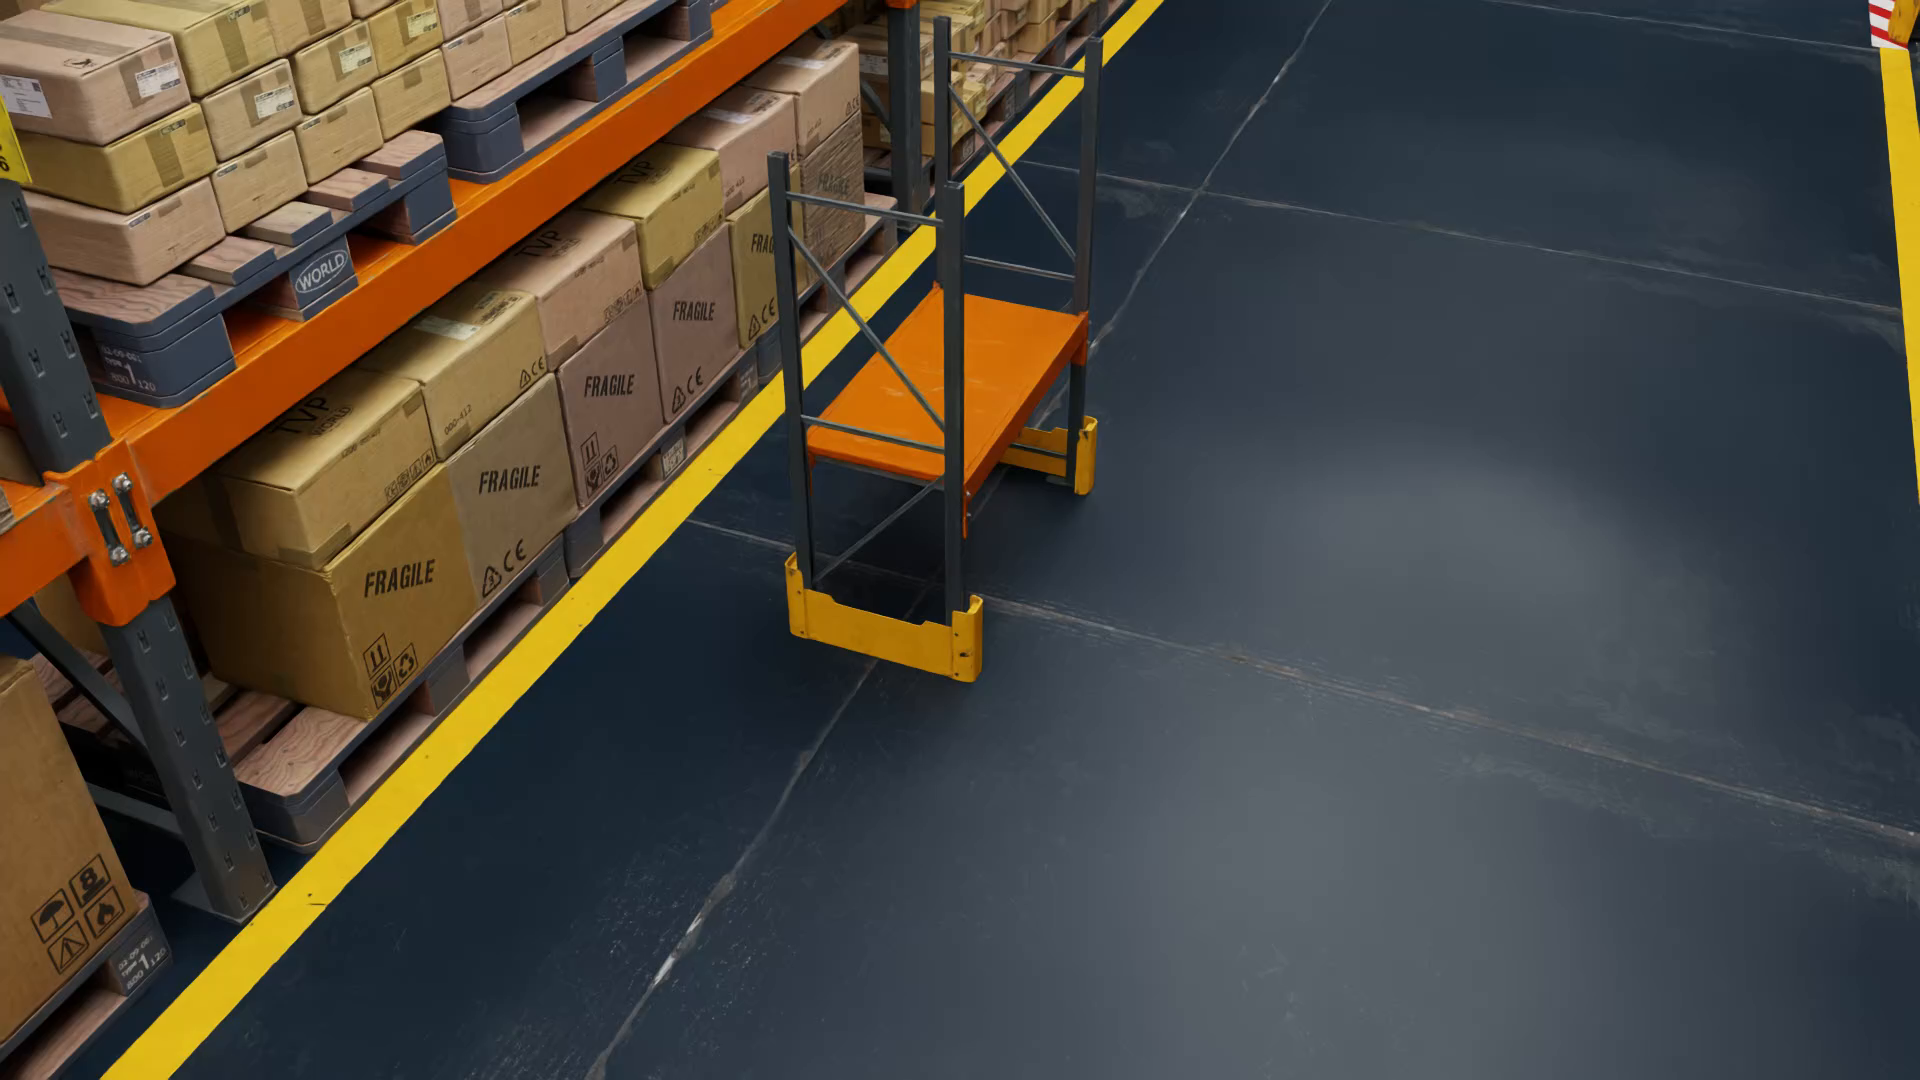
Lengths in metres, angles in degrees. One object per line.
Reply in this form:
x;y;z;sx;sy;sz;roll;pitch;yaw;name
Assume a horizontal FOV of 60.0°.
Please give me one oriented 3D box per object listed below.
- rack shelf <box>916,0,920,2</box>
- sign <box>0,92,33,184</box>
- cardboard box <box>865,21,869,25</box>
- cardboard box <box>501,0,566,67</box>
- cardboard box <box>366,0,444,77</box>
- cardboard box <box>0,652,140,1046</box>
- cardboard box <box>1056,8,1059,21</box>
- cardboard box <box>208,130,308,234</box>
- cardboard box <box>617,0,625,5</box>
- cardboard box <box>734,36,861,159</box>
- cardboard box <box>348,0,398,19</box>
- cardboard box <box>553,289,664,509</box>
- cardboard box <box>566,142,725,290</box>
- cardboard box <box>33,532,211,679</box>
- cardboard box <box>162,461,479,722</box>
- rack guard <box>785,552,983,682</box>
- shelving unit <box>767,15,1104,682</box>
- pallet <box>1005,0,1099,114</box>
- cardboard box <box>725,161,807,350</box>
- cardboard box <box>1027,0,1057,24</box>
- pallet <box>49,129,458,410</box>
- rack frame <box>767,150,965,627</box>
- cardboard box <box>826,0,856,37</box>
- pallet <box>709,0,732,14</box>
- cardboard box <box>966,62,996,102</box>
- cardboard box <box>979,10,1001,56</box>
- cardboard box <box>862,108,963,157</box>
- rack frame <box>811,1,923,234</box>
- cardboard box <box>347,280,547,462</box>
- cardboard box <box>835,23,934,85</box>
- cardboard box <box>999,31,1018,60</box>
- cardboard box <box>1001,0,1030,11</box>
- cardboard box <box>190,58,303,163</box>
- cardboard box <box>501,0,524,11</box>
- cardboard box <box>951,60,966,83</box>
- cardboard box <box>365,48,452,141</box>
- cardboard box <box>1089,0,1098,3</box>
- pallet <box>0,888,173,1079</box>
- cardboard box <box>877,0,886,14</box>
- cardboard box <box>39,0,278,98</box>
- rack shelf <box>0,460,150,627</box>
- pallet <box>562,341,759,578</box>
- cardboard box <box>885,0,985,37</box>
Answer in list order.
0.119;-3.452;7.963;1.077;0.370;4.000;14;39;18;rack shelf
-1.649;-0.757;2.790;0.100;0.325;0.005;14;39;18;sign
-0.639;-2.330;7.643;0.380;0.149;0.250;13;39;16;cardboard box
-1.304;-1.422;4.506;0.380;0.149;0.250;14;39;18;cardboard box
-1.499;-1.265;4.048;0.380;0.149;0.250;14;39;18;cardboard box
-2.479;0.632;3.428;1.050;0.750;0.750;13;39;17;cardboard box
0.279;-2.678;8.357;0.380;0.149;0.250;15;39;19;cardboard box
-1.705;-0.836;3.722;0.380;0.149;0.250;16;40;20;cardboard box
-1.103;-1.713;4.895;0.380;0.149;0.250;16;39;20;cardboard box
-0.691;-1.630;6.036;0.500;0.250;0.500;13;39;17;cardboard box
-1.510;-1.366;3.934;0.380;0.149;0.250;12;38;16;cardboard box
-1.280;-0.483;5.127;0.500;0.500;0.500;13;39;17;cardboard box
-1.087;-1.052;5.263;0.500;0.250;0.500;12;38;16;cardboard box
-2.155;-0.009;4.493;0.500;0.500;0.500;14;39;18;cardboard box
-1.659;0.082;4.372;0.500;0.500;0.500;12;38;16;cardboard box
-0.218;0.218;4.750;0.587;0.250;0.087;14;39;18;rack guard
-0.029;-0.559;4.745;0.587;1.500;1.083;14;39;18;shelving unit
0.044;-2.573;8.516;1.003;0.211;1.213;14;39;18;pallet
-0.886;-1.048;5.884;0.500;0.500;0.500;13;39;17;cardboard box
0.251;-2.630;8.046;0.380;0.149;0.250;14;39;17;cardboard box
-1.991;-0.760;3.921;1.213;0.211;1.003;14;39;18;pallet
-0.226;-0.272;4.361;0.500;1.500;0.032;14;39;18;rack frame
-0.687;-2.304;7.360;0.380;0.149;0.250;14;39;18;cardboard box
-1.067;-2.166;5.802;1.003;0.211;1.213;14;39;18;pallet
-0.058;-2.084;7.563;0.380;0.149;0.250;14;39;18;cardboard box
-0.030;-2.358;7.681;0.380;0.149;0.250;12;38;15;cardboard box
-0.206;-1.787;7.166;0.380;0.149;0.250;12;38;16;cardboard box
-0.642;-2.632;6.266;1.000;3.000;0.127;14;39;18;rack frame
-1.485;-0.493;4.514;0.500;0.250;0.500;13;39;17;cardboard box
-0.319;-2.041;7.008;0.380;0.149;0.250;15;39;20;cardboard box
0.062;-2.393;7.976;0.380;0.149;0.250;12;38;16;cardboard box
0.142;-2.603;7.760;0.380;0.149;0.250;15;39;19;cardboard box
-1.693;-0.977;3.662;0.380;0.149;0.250;16;40;20;cardboard box
-1.305;-1.540;4.415;0.380;0.149;0.250;13;39;17;cardboard box
-0.195;-2.066;7.291;0.380;0.149;0.250;14;39;18;cardboard box
-1.501;-1.135;4.122;0.380;0.149;0.250;16;40;20;cardboard box
0.567;-2.947;8.718;0.380;0.149;0.250;12;38;16;cardboard box
-2.533;1.118;3.577;1.003;0.211;1.213;14;39;18;pallet
-0.428;-2.569;7.715;0.380;0.149;0.250;15;39;19;cardboard box
-1.709;-1.085;3.558;0.380;0.149;0.250;13;39;17;cardboard box
-2.925;0.978;2.037;1.077;0.370;4.000;14;39;18;rack shelf
-1.399;-0.406;5.617;1.003;0.211;1.213;14;39;18;pallet
-0.109;-2.331;7.396;0.380;0.149;0.250;13;39;17;cardboard box
